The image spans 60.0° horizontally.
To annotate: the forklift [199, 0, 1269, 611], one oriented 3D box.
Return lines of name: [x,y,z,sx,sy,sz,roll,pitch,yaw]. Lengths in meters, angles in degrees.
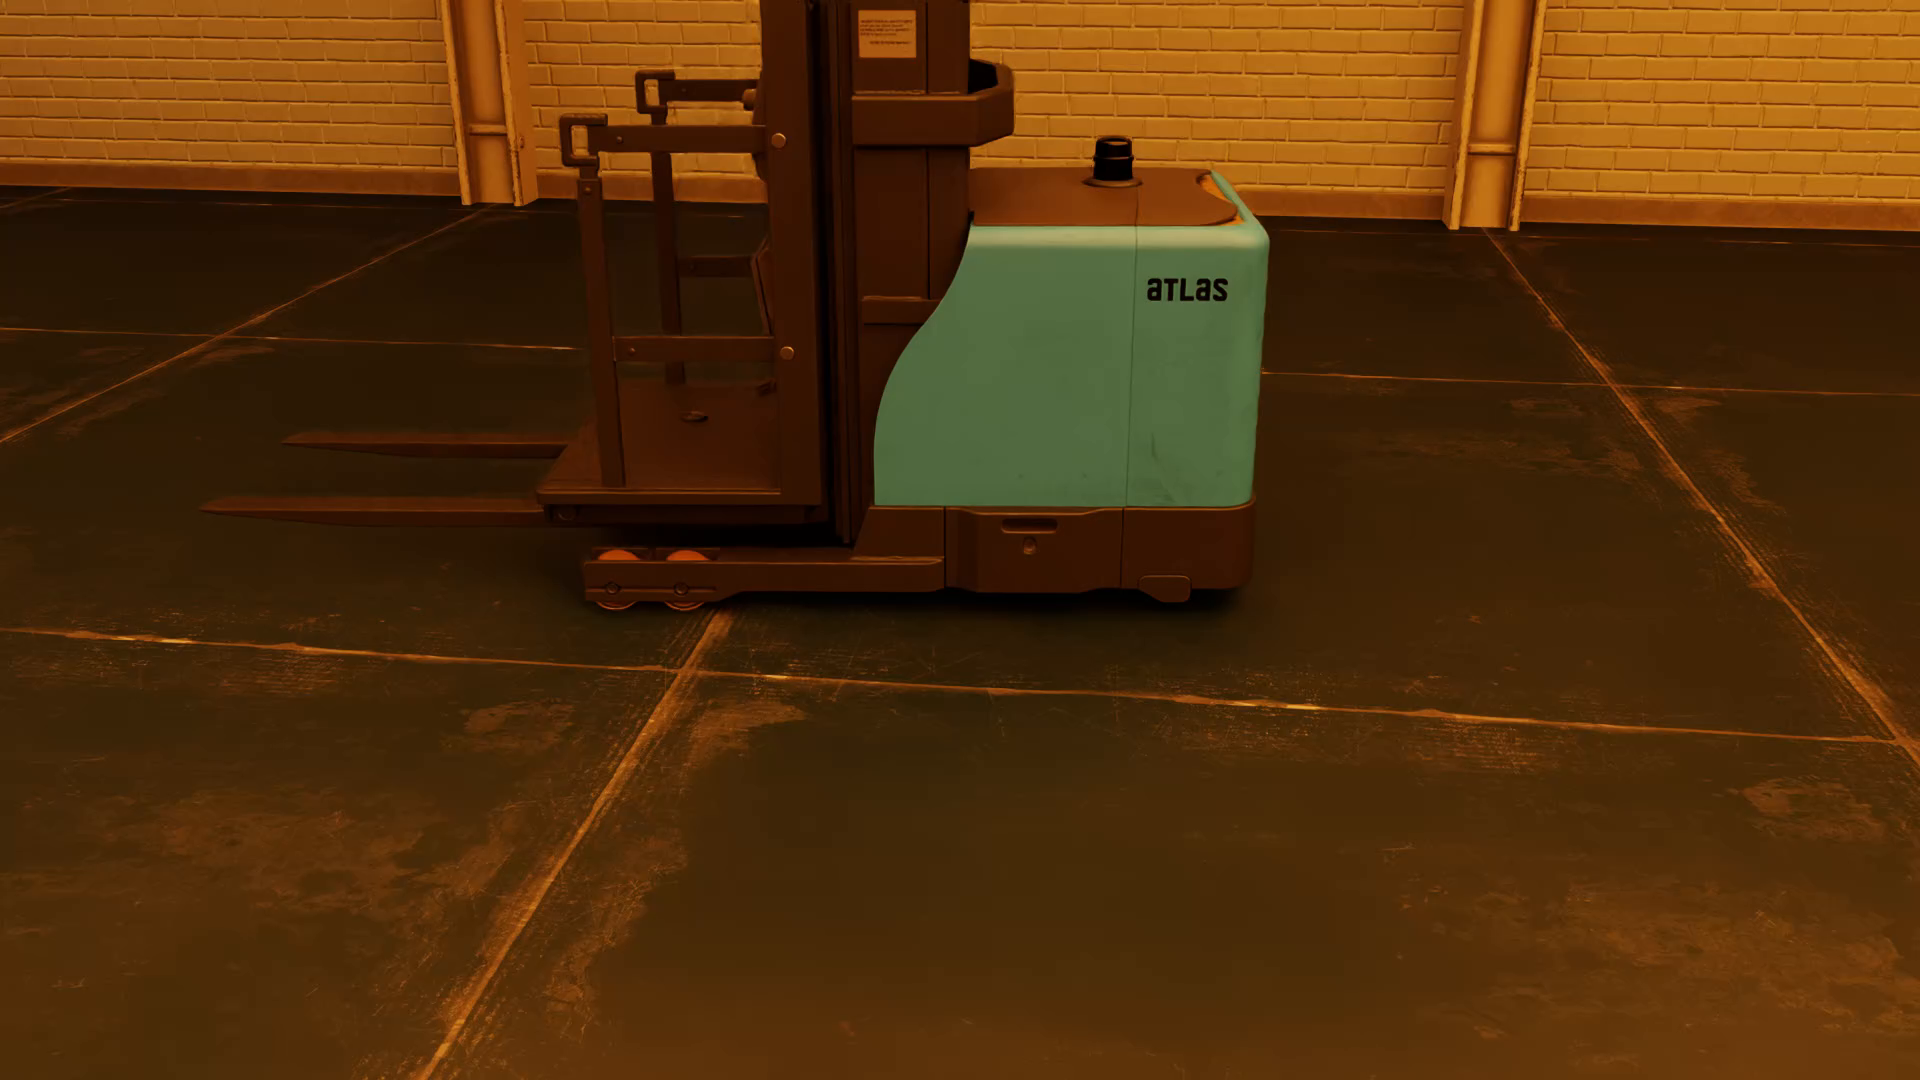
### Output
forklift: [-0.682,-1.358,4.625,3.031,2.935,1.130,0,22,1]
